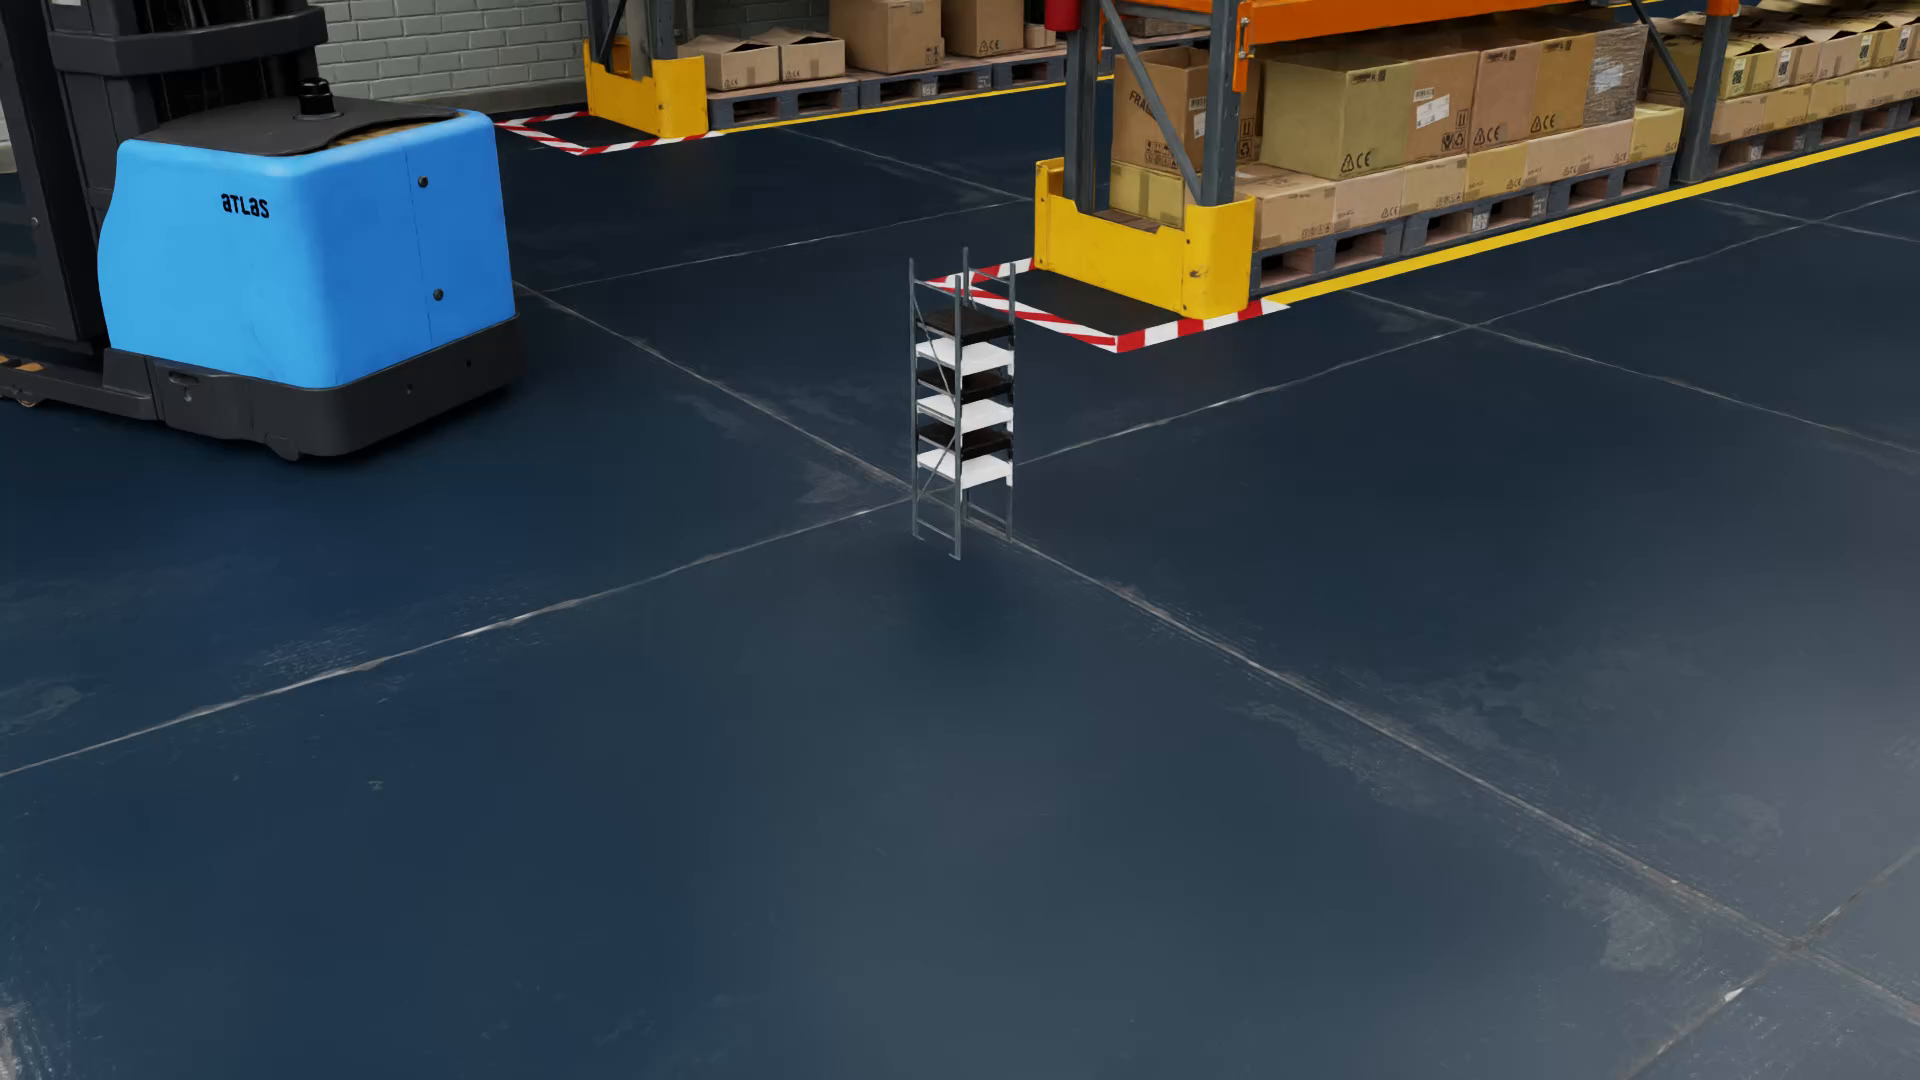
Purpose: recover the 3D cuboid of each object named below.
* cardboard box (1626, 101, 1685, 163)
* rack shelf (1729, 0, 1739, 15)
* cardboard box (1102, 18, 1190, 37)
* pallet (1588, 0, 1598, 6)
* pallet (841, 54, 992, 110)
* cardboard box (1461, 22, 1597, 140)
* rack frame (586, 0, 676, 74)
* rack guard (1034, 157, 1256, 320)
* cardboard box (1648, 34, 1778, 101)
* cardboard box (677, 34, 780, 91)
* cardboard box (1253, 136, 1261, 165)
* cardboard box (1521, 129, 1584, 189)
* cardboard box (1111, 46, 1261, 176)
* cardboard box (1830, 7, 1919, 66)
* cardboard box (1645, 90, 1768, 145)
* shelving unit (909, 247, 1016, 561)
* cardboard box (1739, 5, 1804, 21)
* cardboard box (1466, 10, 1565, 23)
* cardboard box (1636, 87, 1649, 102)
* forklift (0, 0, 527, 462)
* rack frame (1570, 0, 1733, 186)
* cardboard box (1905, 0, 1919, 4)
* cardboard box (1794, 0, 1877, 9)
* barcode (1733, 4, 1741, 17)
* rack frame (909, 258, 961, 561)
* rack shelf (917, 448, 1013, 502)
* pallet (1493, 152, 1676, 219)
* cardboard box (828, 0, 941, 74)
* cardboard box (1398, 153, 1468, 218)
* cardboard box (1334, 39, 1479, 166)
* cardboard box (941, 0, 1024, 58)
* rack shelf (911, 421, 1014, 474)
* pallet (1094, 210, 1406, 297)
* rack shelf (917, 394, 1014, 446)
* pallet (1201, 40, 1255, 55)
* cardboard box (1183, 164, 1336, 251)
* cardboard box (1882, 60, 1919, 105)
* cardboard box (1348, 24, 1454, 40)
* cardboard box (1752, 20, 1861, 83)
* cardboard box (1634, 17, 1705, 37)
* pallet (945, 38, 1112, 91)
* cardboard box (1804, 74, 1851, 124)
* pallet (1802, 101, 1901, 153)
[{"bbox_3d":[3.768,-2.357,9.533,0.500,0.250,0.500,-18,31,-34],"label":"cardboard box"},{"bbox_3d":[5.572,-3.800,10.729,4.000,0.370,1.077,-18,31,-34],"label":"rack shelf"},{"bbox_3d":[1.508,-4.509,13.849,0.500,0.500,0.700,-17,30,-32],"label":"cardboard box"},{"bbox_3d":[5.713,-5.516,16.884,1.213,0.211,1.003,-18,31,-34],"label":"pallet"},{"bbox_3d":[-0.529,-3.477,12.491,1.213,0.211,1.003,-18,31,-34],"label":"pallet"},{"bbox_3d":[2.977,-2.440,8.821,0.500,0.500,0.500,-18,31,-34],"label":"cardboard box"},{"bbox_3d":[-2.209,-4.208,10.753,0.127,3.000,1.000,-18,31,-34],"label":"rack frame"},{"bbox_3d":[0.832,-1.427,7.732,0.348,0.500,1.175,-18,31,-34],"label":"rack guard"},{"bbox_3d":[4.477,-2.829,9.884,0.500,0.311,0.500,-18,30,-34],"label":"cardboard box"},{"bbox_3d":[-1.609,-3.337,11.549,0.500,0.311,0.500,-23,33,-40],"label":"cardboard box"},{"bbox_3d":[1.477,-1.882,8.509,0.500,0.250,0.500,-18,31,-34],"label":"cardboard box"},{"bbox_3d":[2.985,-2.096,8.970,0.500,0.250,0.500,-18,31,-34],"label":"cardboard box"},{"bbox_3d":[1.089,-2.089,8.064,0.500,0.500,0.500,-18,31,-34],"label":"cardboard box"},{"bbox_3d":[6.082,-3.358,11.024,0.500,0.311,0.500,-18,31,-34],"label":"cardboard box"},{"bbox_3d":[4.469,-2.573,9.997,0.500,0.250,0.500,-19,31,-35],"label":"cardboard box"},{"bbox_3d":[0.006,-0.410,5.065,0.210,0.900,0.258,-18,31,-34],"label":"shelving unit"},{"bbox_3d":[5.338,-3.400,11.114,0.500,0.311,0.500,-19,31,-35],"label":"cardboard box"},{"bbox_3d":[3.052,-2.741,9.469,0.500,0.500,0.500,-18,31,-34],"label":"cardboard box"},{"bbox_3d":[4.146,-2.754,10.387,0.500,0.250,0.500,-19,31,-35],"label":"cardboard box"},{"bbox_3d":[-3.239,-2.020,6.121,3.031,2.935,1.130,12,27,24],"label":"forklift"},{"bbox_3d":[3.999,-3.607,9.458,0.127,3.000,1.000,-18,31,-34],"label":"rack frame"},{"bbox_3d":[6.886,-3.626,11.600,0.500,0.311,0.500,-17,30,-33],"label":"cardboard box"},{"bbox_3d":[6.145,-3.665,11.686,0.500,0.311,0.500,-19,31,-35],"label":"cardboard box"},{"bbox_3d":[4.456,-3.036,9.535,0.075,0.075,0.001,-18,31,-34],"label":"barcode"},{"bbox_3d":[-0.074,-0.384,5.008,0.006,0.900,0.240,-18,31,-34],"label":"rack frame"},{"bbox_3d":[0.006,-0.217,5.155,0.200,0.077,0.258,-18,31,-34],"label":"rack shelf"},{"bbox_3d":[3.347,-2.149,9.630,1.213,0.211,1.003,-18,31,-34],"label":"pallet"},{"bbox_3d":[-0.552,-3.745,12.203,0.500,0.500,0.700,-21,32,-37],"label":"cardboard box"},{"bbox_3d":[2.195,-1.837,8.413,0.500,0.250,0.500,-18,31,-34],"label":"cardboard box"},{"bbox_3d":[2.188,-2.181,8.263,0.500,0.500,0.500,-18,31,-34],"label":"cardboard box"},{"bbox_3d":[0.147,-4.029,12.816,0.500,0.500,0.500,-21,32,-38],"label":"cardboard box"},{"bbox_3d":[0.006,-0.298,5.117,0.200,0.077,0.258,-18,31,-34],"label":"rack shelf"},{"bbox_3d":[1.427,-1.515,8.264,1.213,0.211,1.003,-18,31,-34],"label":"pallet"},{"bbox_3d":[0.006,-0.380,5.079,0.200,0.077,0.258,-18,31,-34],"label":"rack shelf"},{"bbox_3d":[2.511,-4.503,14.702,1.213,0.211,1.003,-18,31,-34],"label":"pallet"},{"bbox_3d":[1.410,-1.576,7.851,0.500,0.250,0.500,-18,31,-34],"label":"cardboard box"},{"bbox_3d":[6.082,-3.107,11.148,0.500,0.250,0.500,-17,30,-33],"label":"cardboard box"},{"bbox_3d":[2.261,-2.483,8.913,0.500,0.500,0.500,-18,31,-34],"label":"cardboard box"},{"bbox_3d":[5.281,-3.092,10.451,0.500,0.311,0.500,-19,31,-36],"label":"cardboard box"},{"bbox_3d":[4.546,-3.142,10.557,0.500,0.311,0.500,-17,30,-33],"label":"cardboard box"},{"bbox_3d":[0.432,-3.796,13.178,1.213,0.211,1.003,-18,31,-34],"label":"pallet"},{"bbox_3d":[5.278,-2.840,10.574,0.500,0.250,0.500,-19,31,-36],"label":"cardboard box"},{"bbox_3d":[5.515,-2.865,11.172,1.213,0.211,1.003,-18,31,-34],"label":"pallet"}]
